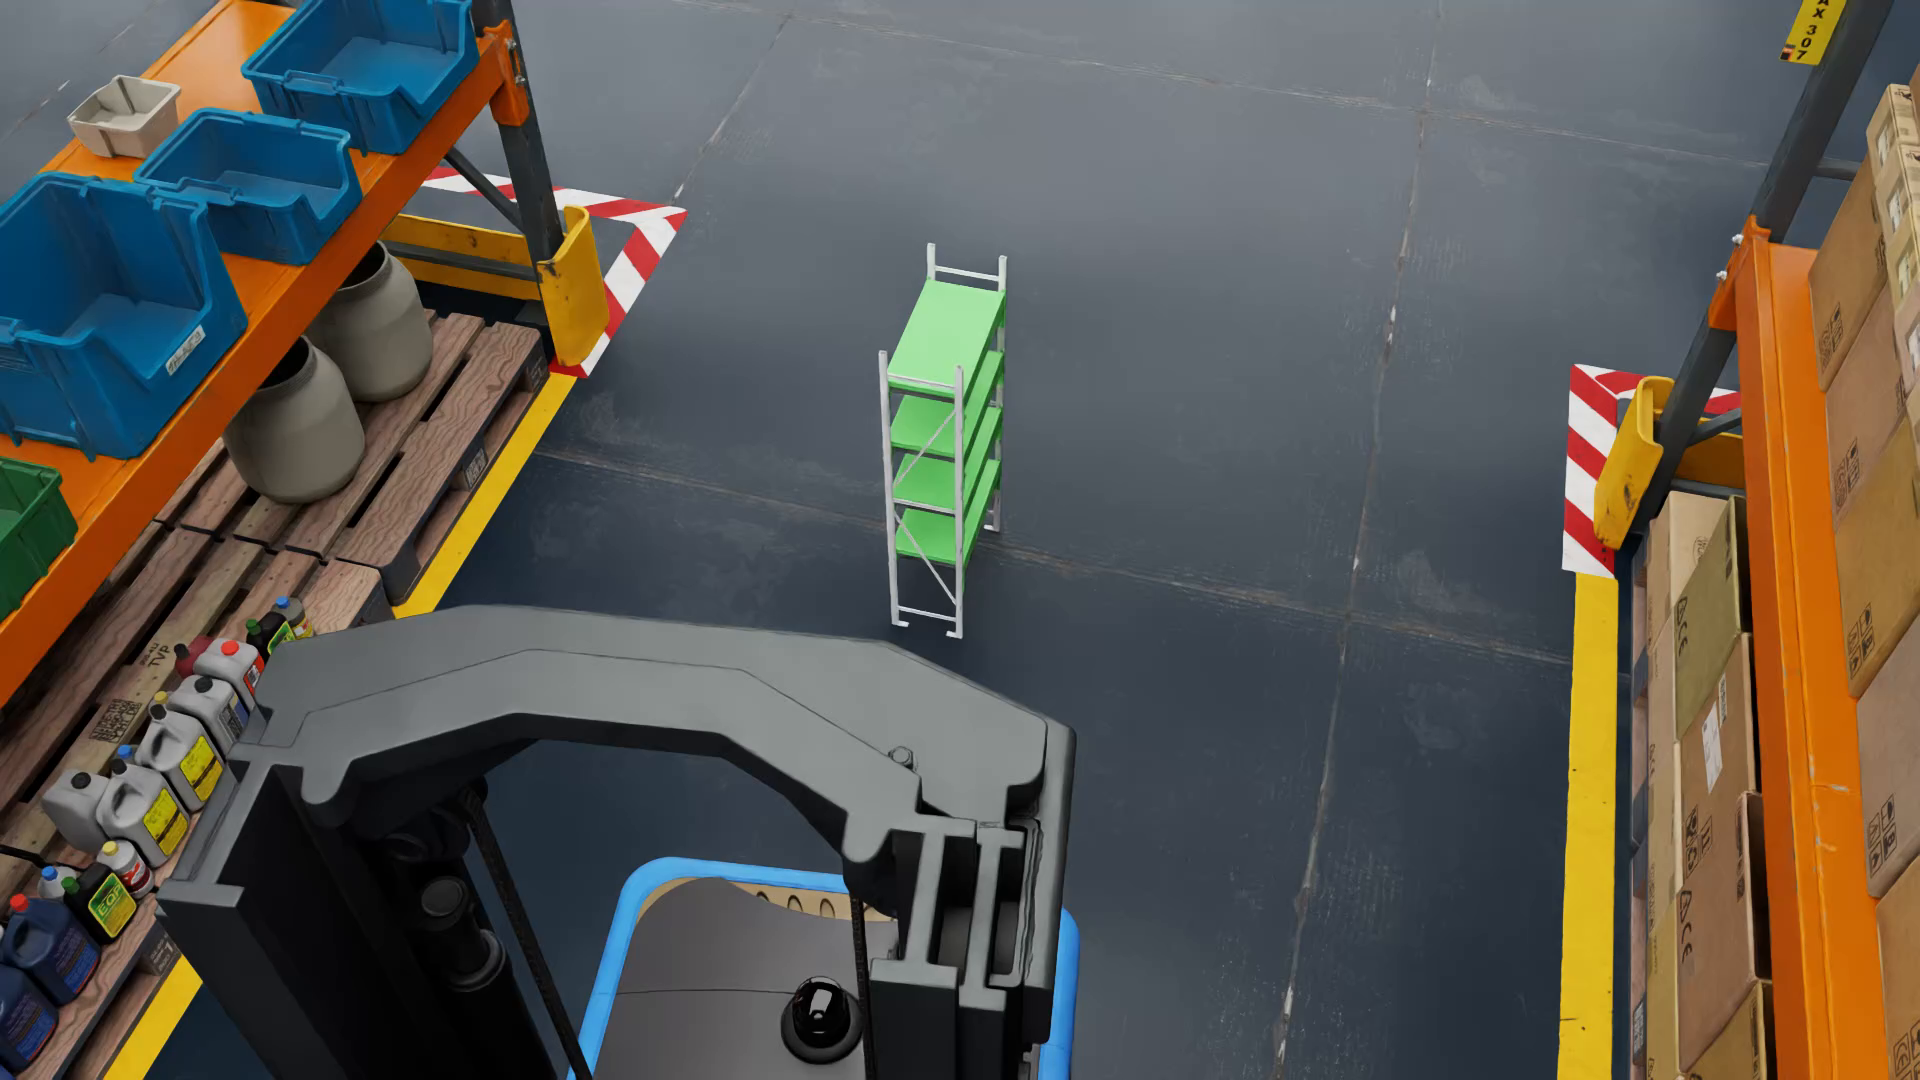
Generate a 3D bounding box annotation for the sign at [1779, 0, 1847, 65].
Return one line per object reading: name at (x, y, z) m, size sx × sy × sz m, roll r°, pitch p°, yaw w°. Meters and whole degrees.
sign at (2.254, -1.392, 4.348) m, size 0.100 × 0.325 × 0.005 m, roll 12°, pitch 50°, yaw 10°

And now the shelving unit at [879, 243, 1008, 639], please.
shelving unit at (-0.044, -0.277, 5.194) m, size 0.258 × 1.200 × 0.503 m, roll 12°, pitch 50°, yaw 10°

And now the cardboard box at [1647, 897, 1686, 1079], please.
cardboard box at (2.036, 1.234, 4.214) m, size 0.500 × 0.250 × 0.500 m, roll 12°, pitch 50°, yaw 10°

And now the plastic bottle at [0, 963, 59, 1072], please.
plastic bottle at (-2.430, 1.177, 4.184) m, size 0.144 × 0.351 × 0.185 m, roll 13°, pitch 50°, yaw 11°

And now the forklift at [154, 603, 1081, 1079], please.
forklift at (-0.416, 1.584, 2.397) m, size 1.130 × 2.935 × 3.031 m, roll 5°, pitch 49°, yaw 5°

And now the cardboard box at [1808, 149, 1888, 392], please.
cardboard box at (2.653, -0.663, 4.268) m, size 0.700 × 0.500 × 0.500 m, roll 12°, pitch 50°, yaw 10°

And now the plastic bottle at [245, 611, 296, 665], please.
plastic bottle at (-2.063, 0.311, 4.993) m, size 0.061 × 0.283 × 0.133 m, roll 13°, pitch 50°, yaw 11°

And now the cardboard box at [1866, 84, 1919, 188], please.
cardboard box at (2.477, -0.972, 4.108) m, size 0.380 × 0.149 × 0.250 m, roll 11°, pitch 50°, yaw 10°

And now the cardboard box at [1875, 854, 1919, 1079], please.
cardboard box at (2.114, 0.828, 2.952) m, size 0.700 × 0.500 × 0.500 m, roll 12°, pitch 50°, yaw 11°

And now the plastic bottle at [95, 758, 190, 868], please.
plastic bottle at (-2.268, 0.733, 4.576) m, size 0.144 × 0.351 × 0.185 m, roll 11°, pitch 50°, yaw 10°

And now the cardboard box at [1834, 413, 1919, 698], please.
cardboard box at (2.383, 0.075, 3.616) m, size 0.700 × 0.500 × 0.500 m, roll 12°, pitch 50°, yaw 10°

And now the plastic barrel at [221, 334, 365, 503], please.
plastic barrel at (-2.221, -0.408, 5.488) m, size 0.421 × 0.512 × 0.421 m, roll 0°, pitch 49°, yaw 0°

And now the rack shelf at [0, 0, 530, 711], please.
rack shelf at (-2.516, -0.261, 4.460) m, size 1.077 × 0.370 × 4.000 m, roll 12°, pitch 50°, yaw 10°

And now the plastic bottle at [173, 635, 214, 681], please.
plastic bottle at (-2.246, 0.379, 4.933) m, size 0.061 × 0.283 × 0.133 m, roll 12°, pitch 50°, yaw 10°

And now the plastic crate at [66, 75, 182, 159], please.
plastic crate at (-2.536, -1.275, 5.050) m, size 0.298 × 0.136 × 0.250 m, roll 12°, pitch 50°, yaw 10°

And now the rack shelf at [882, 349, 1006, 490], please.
rack shelf at (-0.044, -0.394, 5.062) m, size 0.258 × 0.148 × 0.480 m, roll 12°, pitch 50°, yaw 10°

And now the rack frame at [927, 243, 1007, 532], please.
rack frame at (0.021, -0.454, 5.350) m, size 0.240 × 1.200 × 0.015 m, roll 12°, pitch 50°, yaw 10°

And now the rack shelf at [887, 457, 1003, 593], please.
rack shelf at (-0.044, -0.076, 5.422) m, size 0.258 × 0.148 × 0.480 m, roll 12°, pitch 50°, yaw 10°

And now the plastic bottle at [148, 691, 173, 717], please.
plastic bottle at (-2.305, 0.516, 4.867) m, size 0.097 × 0.201 × 0.097 m, roll 0°, pitch 49°, yaw 0°

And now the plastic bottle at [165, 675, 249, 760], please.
plastic bottle at (-2.180, 0.502, 4.829) m, size 0.152 × 0.276 × 0.135 m, roll 10°, pitch 49°, yaw 9°

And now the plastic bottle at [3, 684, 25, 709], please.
plastic bottle at (-2.884, 0.382, 4.939) m, size 0.097 × 0.271 × 0.097 m, roll 0°, pitch 49°, yaw 0°

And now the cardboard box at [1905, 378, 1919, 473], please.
cardboard box at (2.207, -0.225, 3.448) m, size 0.380 × 0.149 × 0.250 m, roll 10°, pitch 49°, yaw 9°

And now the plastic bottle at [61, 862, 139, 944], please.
plastic bottle at (-2.297, 0.951, 4.428) m, size 0.061 × 0.283 × 0.133 m, roll 14°, pitch 50°, yaw 12°

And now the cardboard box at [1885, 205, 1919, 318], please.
cardboard box at (2.343, -0.600, 3.780) m, size 0.380 × 0.149 × 0.250 m, roll 12°, pitch 50°, yaw 10°

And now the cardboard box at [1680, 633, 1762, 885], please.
cardboard box at (2.183, 0.627, 4.249) m, size 0.500 × 0.500 × 0.500 m, roll 12°, pitch 50°, yaw 10°

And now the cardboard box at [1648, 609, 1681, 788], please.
cardboard box at (2.304, 0.512, 4.852) m, size 0.500 × 0.250 × 0.500 m, roll 12°, pitch 50°, yaw 10°

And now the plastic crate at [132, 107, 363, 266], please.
plastic crate at (-2.009, -1.007, 4.737) m, size 0.499 × 0.251 × 0.408 m, roll 12°, pitch 50°, yaw 10°

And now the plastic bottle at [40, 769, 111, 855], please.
plastic bottle at (-2.418, 0.746, 4.614) m, size 0.152 × 0.276 × 0.135 m, roll 12°, pitch 50°, yaw 10°

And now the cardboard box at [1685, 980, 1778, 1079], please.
cardboard box at (1.917, 1.350, 3.611) m, size 0.500 × 0.500 × 0.500 m, roll 12°, pitch 50°, yaw 10°

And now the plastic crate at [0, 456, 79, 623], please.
plastic crate at (-2.413, 0.092, 3.810) m, size 0.450 × 0.188 × 0.662 m, roll 12°, pitch 50°, yaw 10°

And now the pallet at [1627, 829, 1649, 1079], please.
pallet at (2.304, 1.398, 4.375) m, size 1.003 × 0.211 × 1.213 m, roll 12°, pitch 50°, yaw 10°

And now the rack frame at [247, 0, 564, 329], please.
rack frame at (-1.990, -1.946, 5.467) m, size 1.000 × 3.000 × 0.127 m, roll 12°, pitch 50°, yaw 10°

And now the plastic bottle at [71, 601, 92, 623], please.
plastic bottle at (-2.795, 0.160, 5.182) m, size 0.097 × 0.201 × 0.097 m, roll 0°, pitch 49°, yaw 0°

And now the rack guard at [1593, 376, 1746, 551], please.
rack guard at (2.794, -0.156, 5.554) m, size 1.175 × 0.500 × 0.348 m, roll 12°, pitch 50°, yaw 10°

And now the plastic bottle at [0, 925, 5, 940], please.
plastic bottle at (-2.508, 1.074, 4.328) m, size 0.097 × 0.271 × 0.097 m, roll 0°, pitch 49°, yaw 0°

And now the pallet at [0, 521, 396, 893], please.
pallet at (-2.507, 0.507, 5.161) m, size 1.003 × 0.211 × 1.213 m, roll 12°, pitch 50°, yaw 10°
